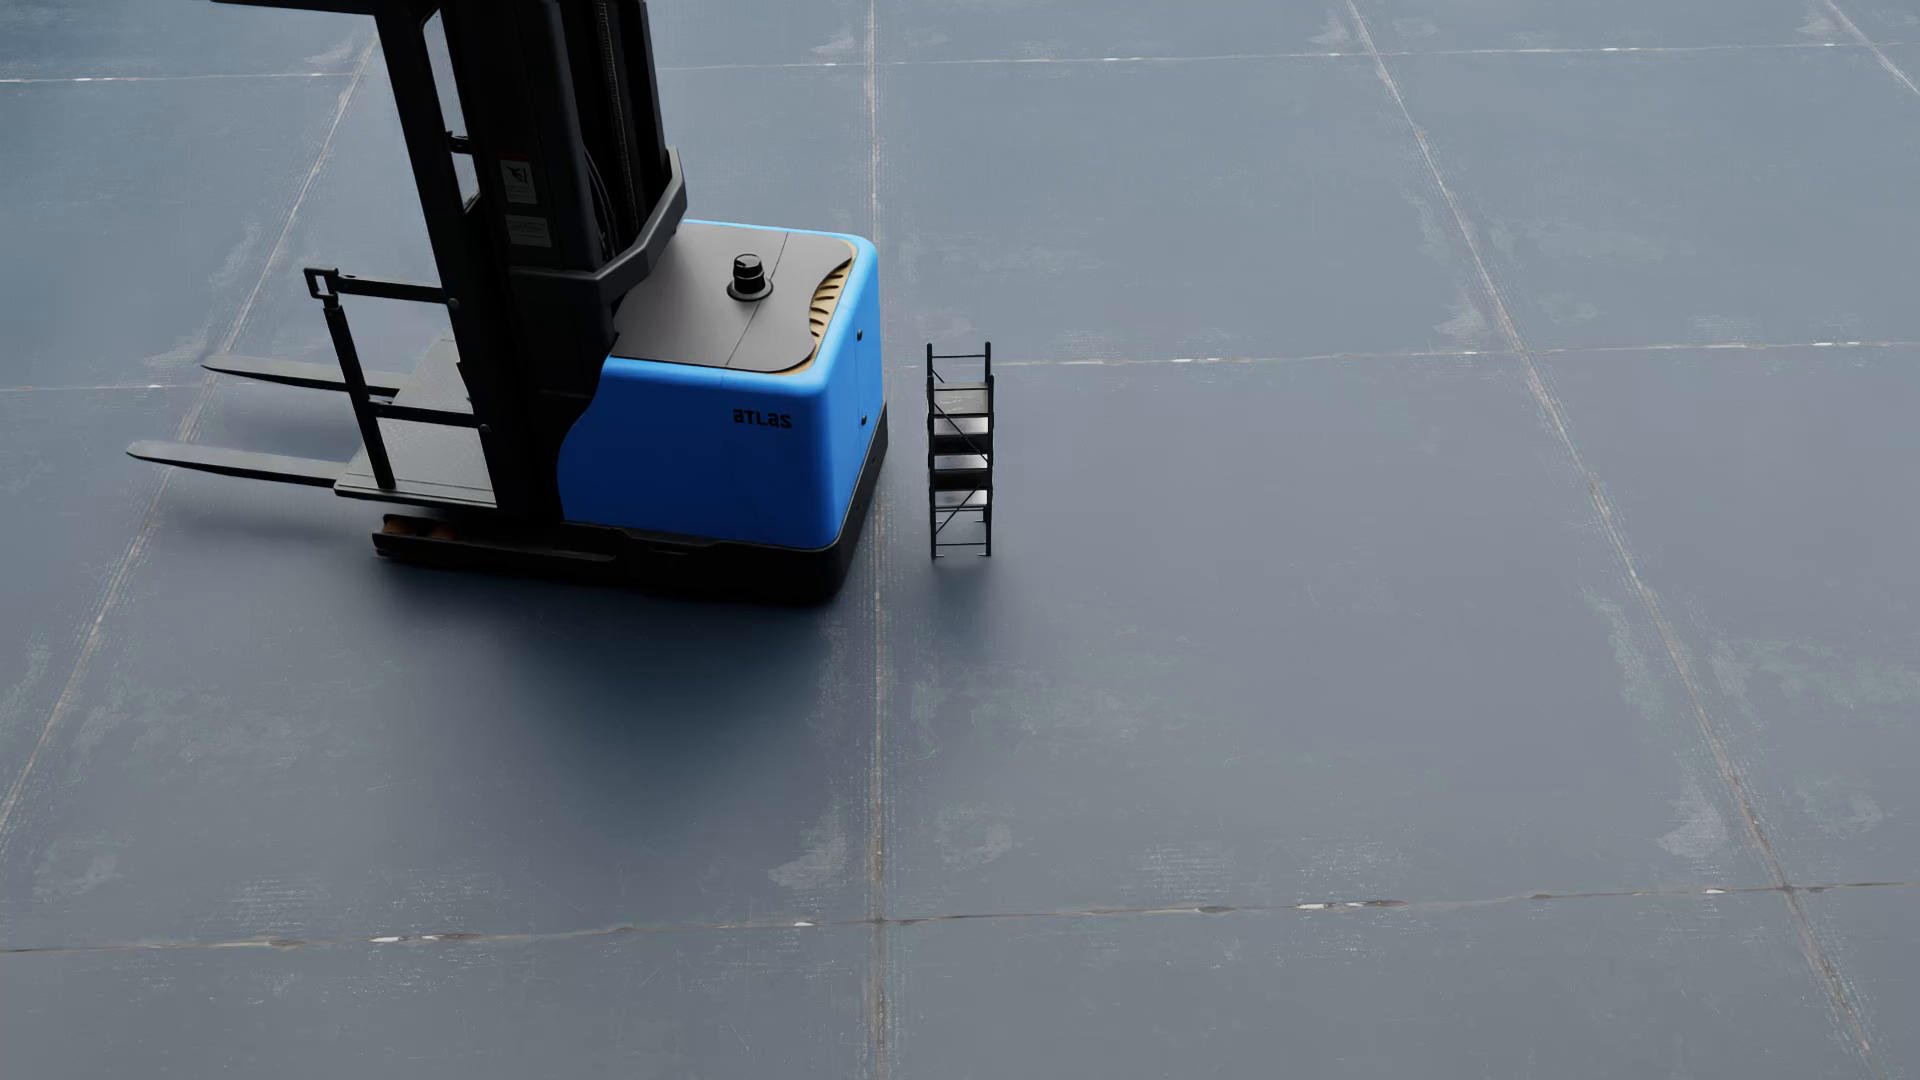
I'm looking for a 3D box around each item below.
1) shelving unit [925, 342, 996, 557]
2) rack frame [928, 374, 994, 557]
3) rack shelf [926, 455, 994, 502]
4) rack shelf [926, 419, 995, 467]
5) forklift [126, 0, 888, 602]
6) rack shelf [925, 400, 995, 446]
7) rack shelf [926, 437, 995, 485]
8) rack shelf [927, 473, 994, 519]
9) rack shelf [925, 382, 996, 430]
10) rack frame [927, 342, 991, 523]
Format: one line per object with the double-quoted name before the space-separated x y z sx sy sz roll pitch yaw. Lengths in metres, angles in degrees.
"shelving unit" 0.000 -0.337 6.452 0.258 0.900 0.210 -2 43 -2
"rack frame" 0.004 -0.269 6.377 0.240 0.900 0.006 -2 43 -2
"rack shelf" 0.000 -0.246 6.535 0.258 0.077 0.200 -2 43 -2
"rack shelf" 0.000 -0.379 6.414 0.258 0.077 0.200 -2 43 -2
"forklift" -1.872 -1.321 6.022 3.031 2.935 1.130 7 43 7
"rack shelf" 0.000 -0.445 6.353 0.258 0.077 0.200 -2 43 -2
"rack shelf" 0.000 -0.313 6.474 0.258 0.077 0.200 -2 43 -2
"rack shelf" 0.000 -0.180 6.596 0.258 0.077 0.200 -2 43 -2
"rack shelf" 0.000 -0.512 6.292 0.258 0.077 0.200 -2 43 -2
"rack frame" -0.005 -0.406 6.527 0.240 0.900 0.006 -2 43 -2
